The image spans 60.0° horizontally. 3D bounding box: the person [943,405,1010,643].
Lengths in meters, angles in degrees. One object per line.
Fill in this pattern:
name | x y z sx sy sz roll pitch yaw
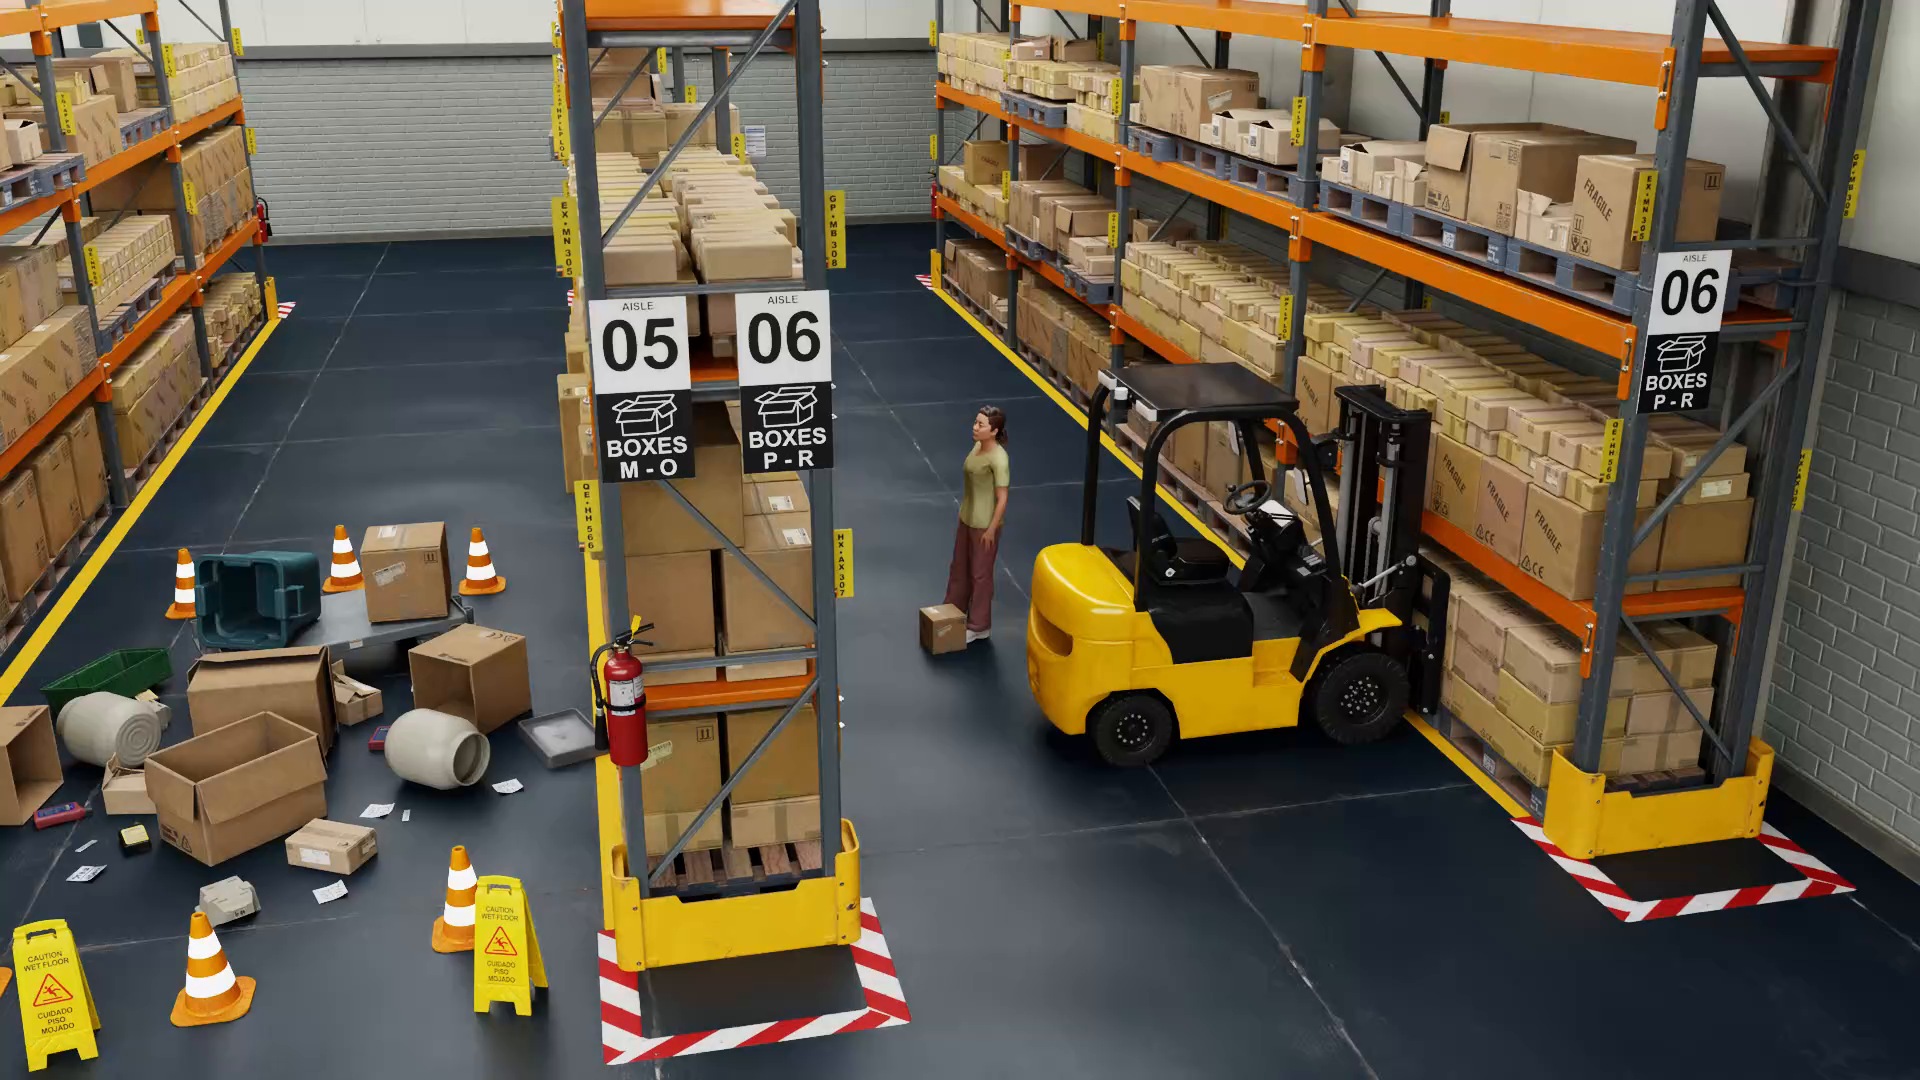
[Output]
person | 0.071 -0.103 11.334 0.549 1.675 0.555 -7 21 -20
